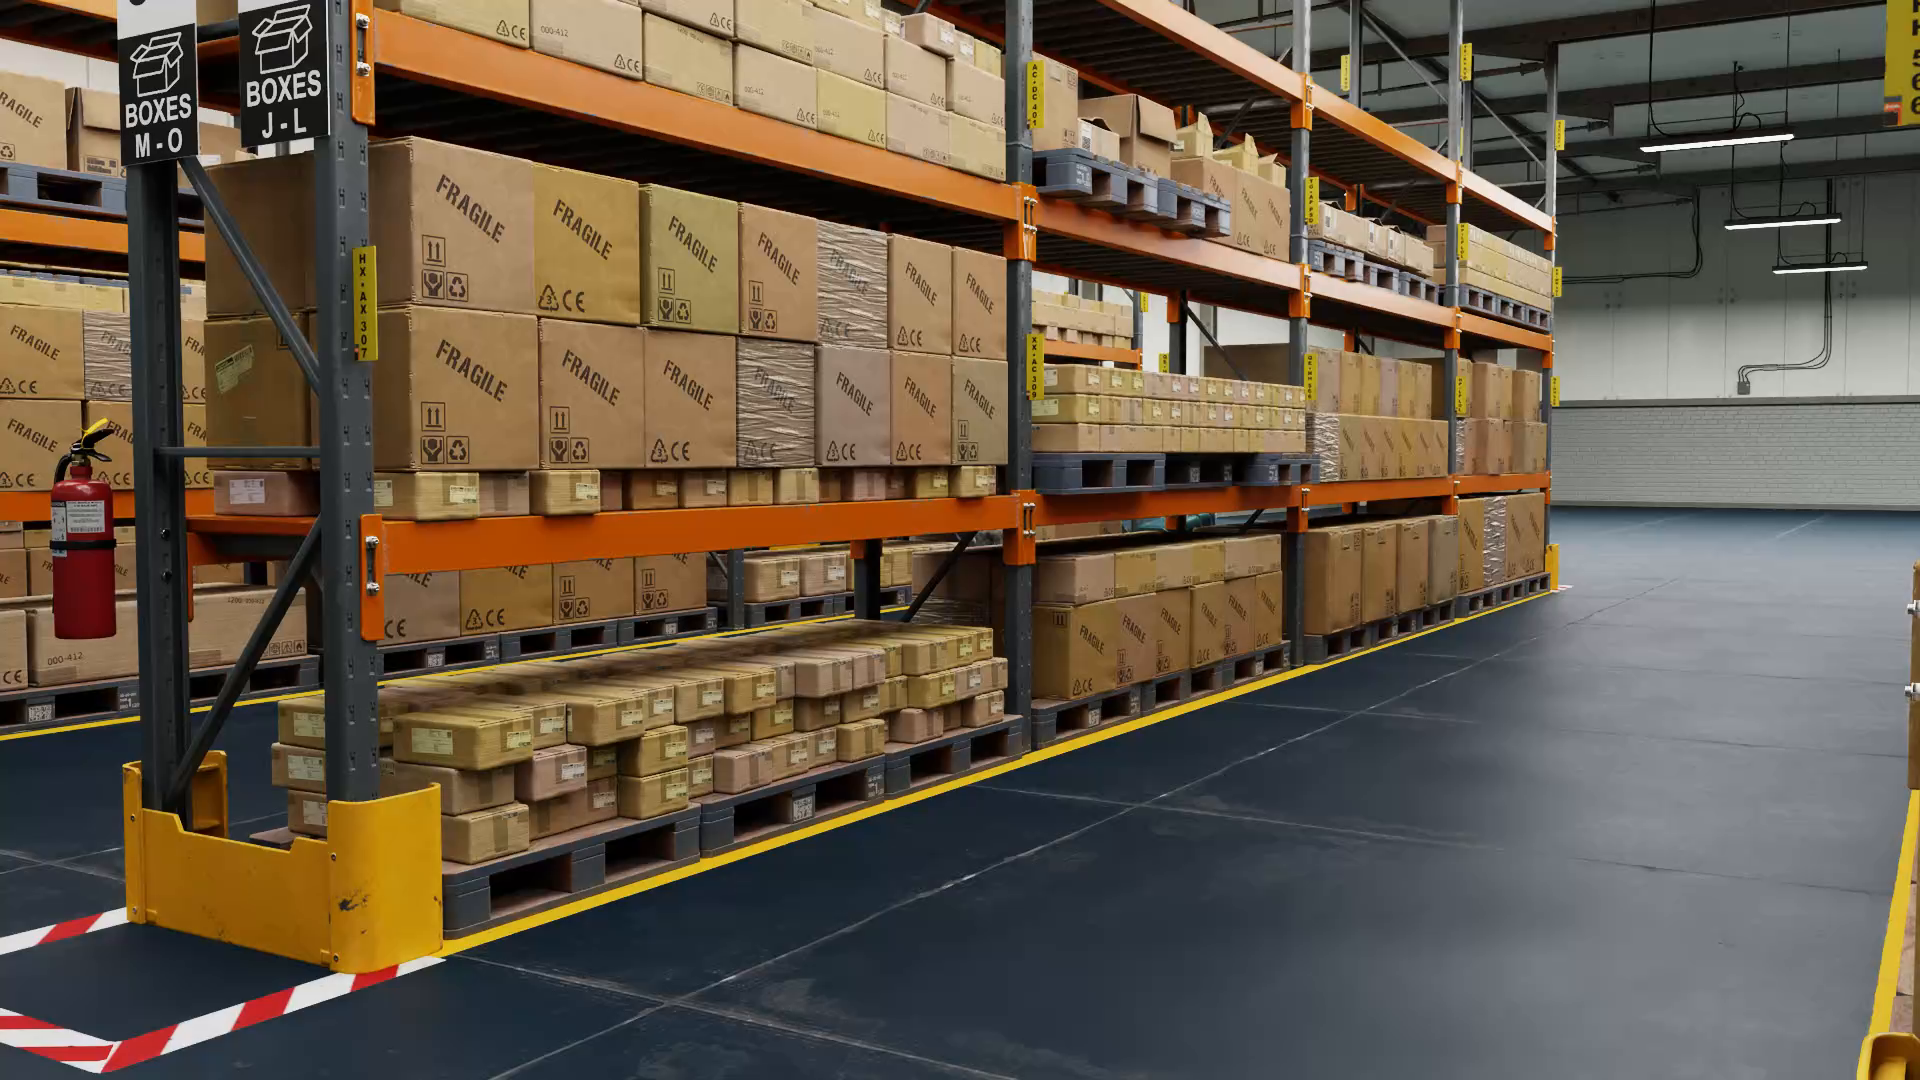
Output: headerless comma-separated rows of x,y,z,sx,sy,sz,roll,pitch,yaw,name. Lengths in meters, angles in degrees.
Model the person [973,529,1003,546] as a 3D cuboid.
0.320,-0.097,14.960,0.527,1.663,0.376,2,3,31,person
